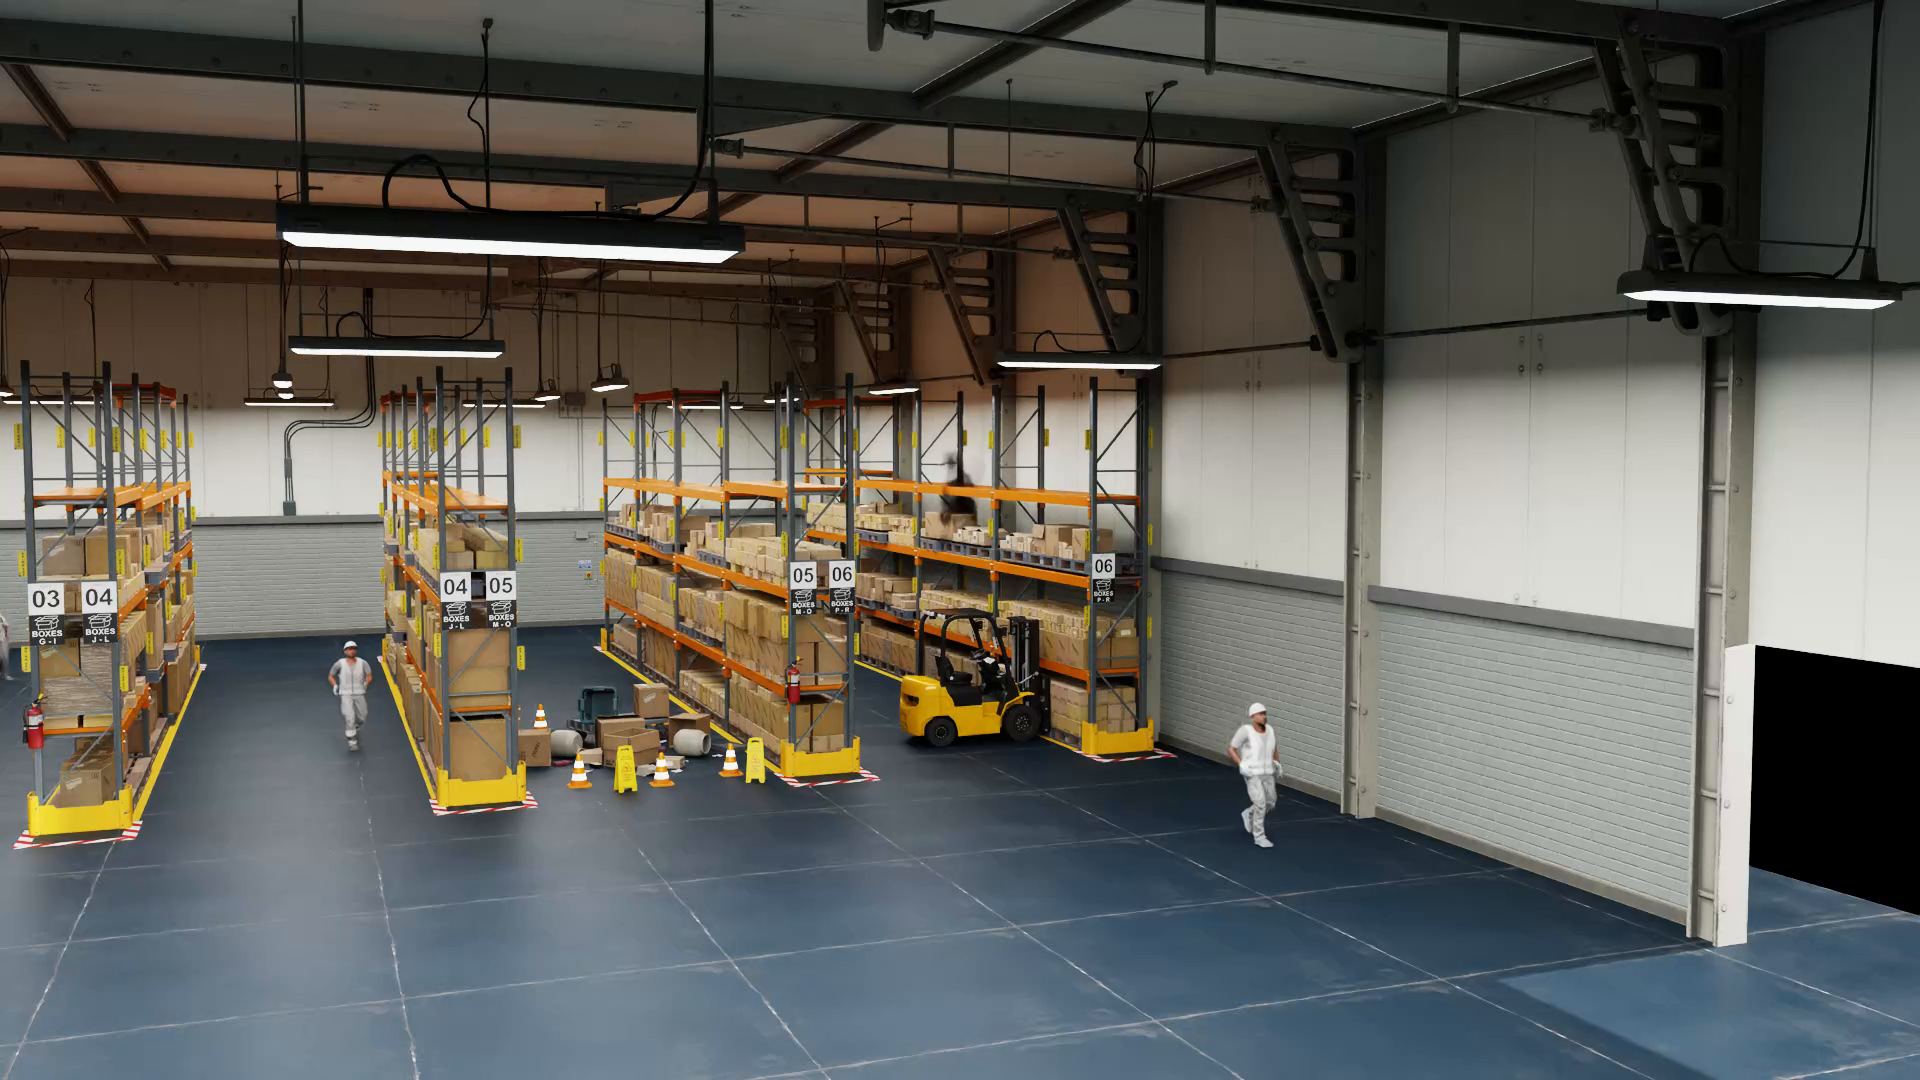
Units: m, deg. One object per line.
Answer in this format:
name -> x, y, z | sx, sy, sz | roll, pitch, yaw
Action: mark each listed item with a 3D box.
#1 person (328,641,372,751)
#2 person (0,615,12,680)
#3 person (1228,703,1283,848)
person -> -9.849, 2.512, 26.905 | 0.663, 1.747, 0.780 | -2, 4, -29
person -> -19.989, 2.118, 34.499 | 0.504, 1.635, 0.605 | 3, 5, 44
person -> 3.644, 2.884, 20.584 | 0.705, 1.749, 0.696 | -2, 4, -28
